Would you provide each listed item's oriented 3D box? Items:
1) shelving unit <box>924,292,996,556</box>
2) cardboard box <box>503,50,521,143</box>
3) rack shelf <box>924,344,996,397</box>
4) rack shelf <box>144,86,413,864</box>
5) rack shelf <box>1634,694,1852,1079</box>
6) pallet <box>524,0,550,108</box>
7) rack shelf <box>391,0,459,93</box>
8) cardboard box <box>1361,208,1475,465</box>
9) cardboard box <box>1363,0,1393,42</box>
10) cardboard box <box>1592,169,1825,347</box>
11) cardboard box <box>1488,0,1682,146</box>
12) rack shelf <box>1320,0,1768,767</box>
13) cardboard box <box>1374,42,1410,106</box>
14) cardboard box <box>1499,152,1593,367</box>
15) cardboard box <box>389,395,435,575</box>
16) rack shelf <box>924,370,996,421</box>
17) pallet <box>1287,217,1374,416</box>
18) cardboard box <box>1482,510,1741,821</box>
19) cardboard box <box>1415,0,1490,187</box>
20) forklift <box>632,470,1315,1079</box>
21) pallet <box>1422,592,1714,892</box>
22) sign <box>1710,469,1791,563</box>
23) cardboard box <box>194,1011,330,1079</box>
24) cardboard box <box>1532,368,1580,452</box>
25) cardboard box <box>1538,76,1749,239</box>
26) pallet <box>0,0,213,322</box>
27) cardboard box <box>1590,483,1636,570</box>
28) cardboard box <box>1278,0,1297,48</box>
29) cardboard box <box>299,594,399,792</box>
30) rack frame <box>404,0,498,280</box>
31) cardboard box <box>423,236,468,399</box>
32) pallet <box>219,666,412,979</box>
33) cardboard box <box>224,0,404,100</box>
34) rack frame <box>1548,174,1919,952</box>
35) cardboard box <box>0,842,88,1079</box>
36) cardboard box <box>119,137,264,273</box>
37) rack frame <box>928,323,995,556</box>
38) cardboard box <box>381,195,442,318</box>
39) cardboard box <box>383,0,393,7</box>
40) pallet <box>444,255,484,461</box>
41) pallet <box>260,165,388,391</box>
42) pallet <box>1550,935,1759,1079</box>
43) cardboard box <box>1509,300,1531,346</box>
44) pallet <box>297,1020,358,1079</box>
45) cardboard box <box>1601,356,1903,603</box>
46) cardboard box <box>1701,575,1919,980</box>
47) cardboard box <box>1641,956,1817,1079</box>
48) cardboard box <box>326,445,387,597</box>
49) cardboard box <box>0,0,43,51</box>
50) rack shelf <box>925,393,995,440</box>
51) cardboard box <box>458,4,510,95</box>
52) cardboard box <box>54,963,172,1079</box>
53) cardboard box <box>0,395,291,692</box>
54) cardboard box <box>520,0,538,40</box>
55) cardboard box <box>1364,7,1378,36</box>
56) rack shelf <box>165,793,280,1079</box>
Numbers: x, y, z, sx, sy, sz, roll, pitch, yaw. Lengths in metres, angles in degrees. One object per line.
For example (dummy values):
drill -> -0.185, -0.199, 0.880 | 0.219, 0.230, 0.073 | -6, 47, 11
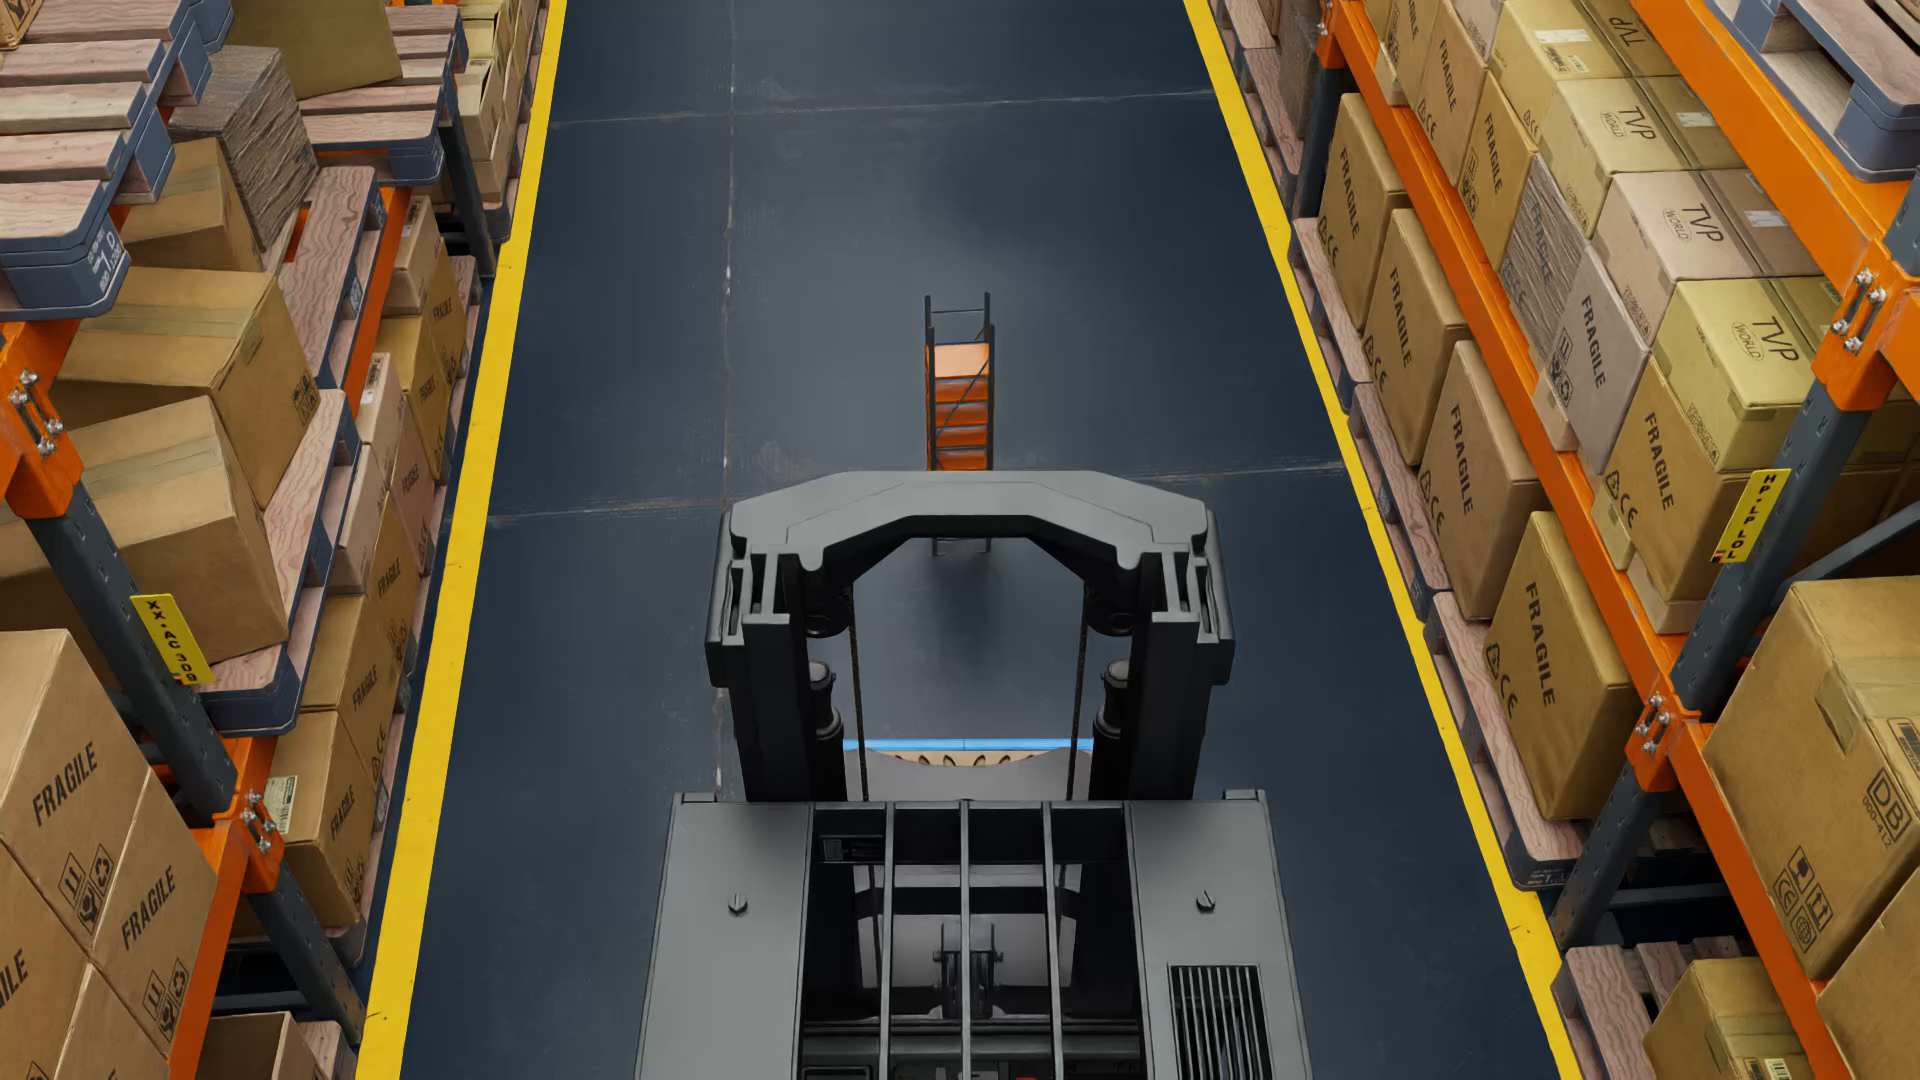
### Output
shelving unit -> -0.001, -0.423, 6.461 | 0.258, 1.200, 0.189 | -3, 47, -3
cardboard box -> -2.560, -2.275, 8.580 | 0.500, 0.250, 0.500 | -5, 47, -4
rack shelf -> -0.001, -0.640, 6.232 | 0.258, 0.103, 0.180 | -3, 47, -3
rack shelf -> -2.599, -0.621, 5.905 | 1.077, 0.370, 4.000 | -3, 47, -3
rack shelf -> 2.672, 1.969, 3.451 | 1.077, 0.370, 4.000 | -3, 47, -3
pallet -> -2.895, -2.836, 9.427 | 1.003, 0.211, 1.213 | -3, 47, -3
rack shelf -> -2.934, -3.515, 8.645 | 1.077, 0.370, 4.000 | -3, 47, -3
cardboard box -> 2.168, -0.851, 6.817 | 0.750, 0.750, 0.750 | -4, 47, -3
cardboard box -> 1.955, -2.396, 6.802 | 0.500, 0.500, 0.500 | -2, 47, -2
cardboard box -> 2.177, -0.820, 4.793 | 0.500, 0.250, 0.500 | -3, 47, -2
cardboard box -> 2.091, -1.558, 5.492 | 0.500, 0.250, 0.500 | -4, 47, -4
rack shelf -> 2.337, -0.925, 6.192 | 1.077, 0.370, 4.000 | -3, 47, -3
cardboard box -> 1.917, -1.908, 6.786 | 0.380, 0.149, 0.250 | -2, 47, -2
cardboard box -> 2.129, -0.920, 5.405 | 0.500, 0.500, 0.500 | -3, 47, -3
cardboard box -> -2.361, -0.191, 6.420 | 0.500, 0.500, 0.500 | -5, 47, -5
rack shelf -> -0.001, -0.558, 6.319 | 0.258, 0.103, 0.180 | -3, 47, -3
pallet -> 2.161, -1.086, 7.769 | 1.003, 0.211, 1.213 | -3, 47, -3
cardboard box -> 2.321, 0.407, 5.627 | 0.750, 0.750, 0.750 | -3, 47, -3
cardboard box -> 2.030, -1.658, 6.103 | 0.500, 0.500, 0.500 | -4, 47, -3
forklift -> 0.020, 1.384, 3.557 | 1.130, 2.935, 3.031 | 0, 47, 0
pallet -> 2.365, 0.680, 6.097 | 1.003, 0.211, 1.213 | -3, 47, -3
sign -> 1.965, -0.056, 4.131 | 0.100, 0.325, 0.005 | -3, 47, -3
cardboard box -> -2.101, 1.681, 4.647 | 0.500, 0.500, 0.500 | -3, 47, -3
cardboard box -> 2.092, -0.432, 5.389 | 0.380, 0.149, 0.250 | -3, 47, -3
cardboard box -> 2.135, -1.189, 5.143 | 0.500, 0.250, 0.500 | -3, 47, -3
pallet -> -2.416, -0.865, 3.703 | 1.213, 0.211, 1.003 | -3, 47, -3
cardboard box -> 2.150, -0.055, 5.031 | 0.380, 0.149, 0.250 | -3, 47, -3
cardboard box -> 2.130, -2.809, 8.899 | 0.700, 0.500, 0.500 | -4, 47, -3
cardboard box -> -2.285, 0.536, 5.731 | 0.500, 0.500, 0.500 | -3, 47, -3
rack frame -> -2.766, -2.316, 7.014 | 1.000, 3.000, 0.127 | -3, 47, -3
cardboard box -> -2.454, -0.945, 7.134 | 0.500, 0.500, 0.500 | -2, 47, -2
pallet -> -2.537, 0.951, 5.841 | 1.003, 0.211, 1.213 | -3, 47, -3
cardboard box -> -2.601, -2.046, 6.400 | 0.700, 0.500, 0.500 | -18, 49, -16
rack frame -> 2.505, 0.274, 4.561 | 1.000, 3.000, 0.127 | -3, 47, -3
cardboard box -> -2.085, 0.921, 3.191 | 0.500, 0.500, 0.500 | -4, 47, -4
cardboard box -> -2.641, -0.875, 5.291 | 0.700, 0.500, 0.500 | -14, 48, -13
rack frame -> 0.006, -0.357, 6.398 | 0.240, 1.200, 0.006 | -3, 47, -3
cardboard box -> -2.445, -1.163, 6.824 | 0.500, 0.250, 0.500 | -2, 47, -2
cardboard box -> -2.753, -2.551, 7.298 | 0.500, 0.311, 0.500 | -1, 47, -1
pallet -> -2.741, -0.814, 7.512 | 1.003, 0.211, 1.213 | -3, 47, -3
pallet -> -2.599, -0.843, 5.751 | 1.003, 0.211, 1.213 | -3, 47, -3
pallet -> 2.490, 1.788, 5.048 | 1.003, 0.211, 1.213 | -3, 47, -3
cardboard box -> 2.132, -0.795, 5.733 | 0.380, 0.149, 0.250 | -5, 47, -4
pallet -> -2.375, 2.034, 4.815 | 1.003, 0.211, 1.213 | -3, 47, -3
cardboard box -> 2.215, -0.188, 4.711 | 0.500, 0.500, 0.500 | -4, 47, -4
cardboard box -> 2.534, 0.565, 4.079 | 0.980, 0.700, 0.700 | -3, 47, -3
cardboard box -> 2.465, 1.537, 4.797 | 0.700, 0.500, 0.500 | -3, 47, -3
cardboard box -> -2.313, -0.060, 5.779 | 0.500, 0.250, 0.500 | -3, 47, -3
cardboard box -> -2.479, -1.517, 3.765 | 0.600, 0.600, 0.600 | -4, 47, -4
rack shelf -> -0.001, -0.475, 6.406 | 0.258, 0.103, 0.180 | -3, 47, -3
cardboard box -> -2.570, -2.484, 8.391 | 0.500, 0.311, 0.500 | -5, 47, -4
cardboard box -> -2.089, 1.263, 3.556 | 0.500, 0.500, 0.500 | -2, 47, -2
cardboard box -> -2.248, 0.043, 4.422 | 0.700, 0.500, 0.500 | -18, 49, -16
cardboard box -> -2.652, -3.022, 9.287 | 0.500, 0.250, 0.500 | -3, 47, -2
cardboard box -> 1.967, -2.288, 7.147 | 0.380, 0.149, 0.250 | -4, 47, -4
rack shelf -> -2.264, 2.273, 3.164 | 1.077, 0.370, 4.000 | -3, 47, -3
